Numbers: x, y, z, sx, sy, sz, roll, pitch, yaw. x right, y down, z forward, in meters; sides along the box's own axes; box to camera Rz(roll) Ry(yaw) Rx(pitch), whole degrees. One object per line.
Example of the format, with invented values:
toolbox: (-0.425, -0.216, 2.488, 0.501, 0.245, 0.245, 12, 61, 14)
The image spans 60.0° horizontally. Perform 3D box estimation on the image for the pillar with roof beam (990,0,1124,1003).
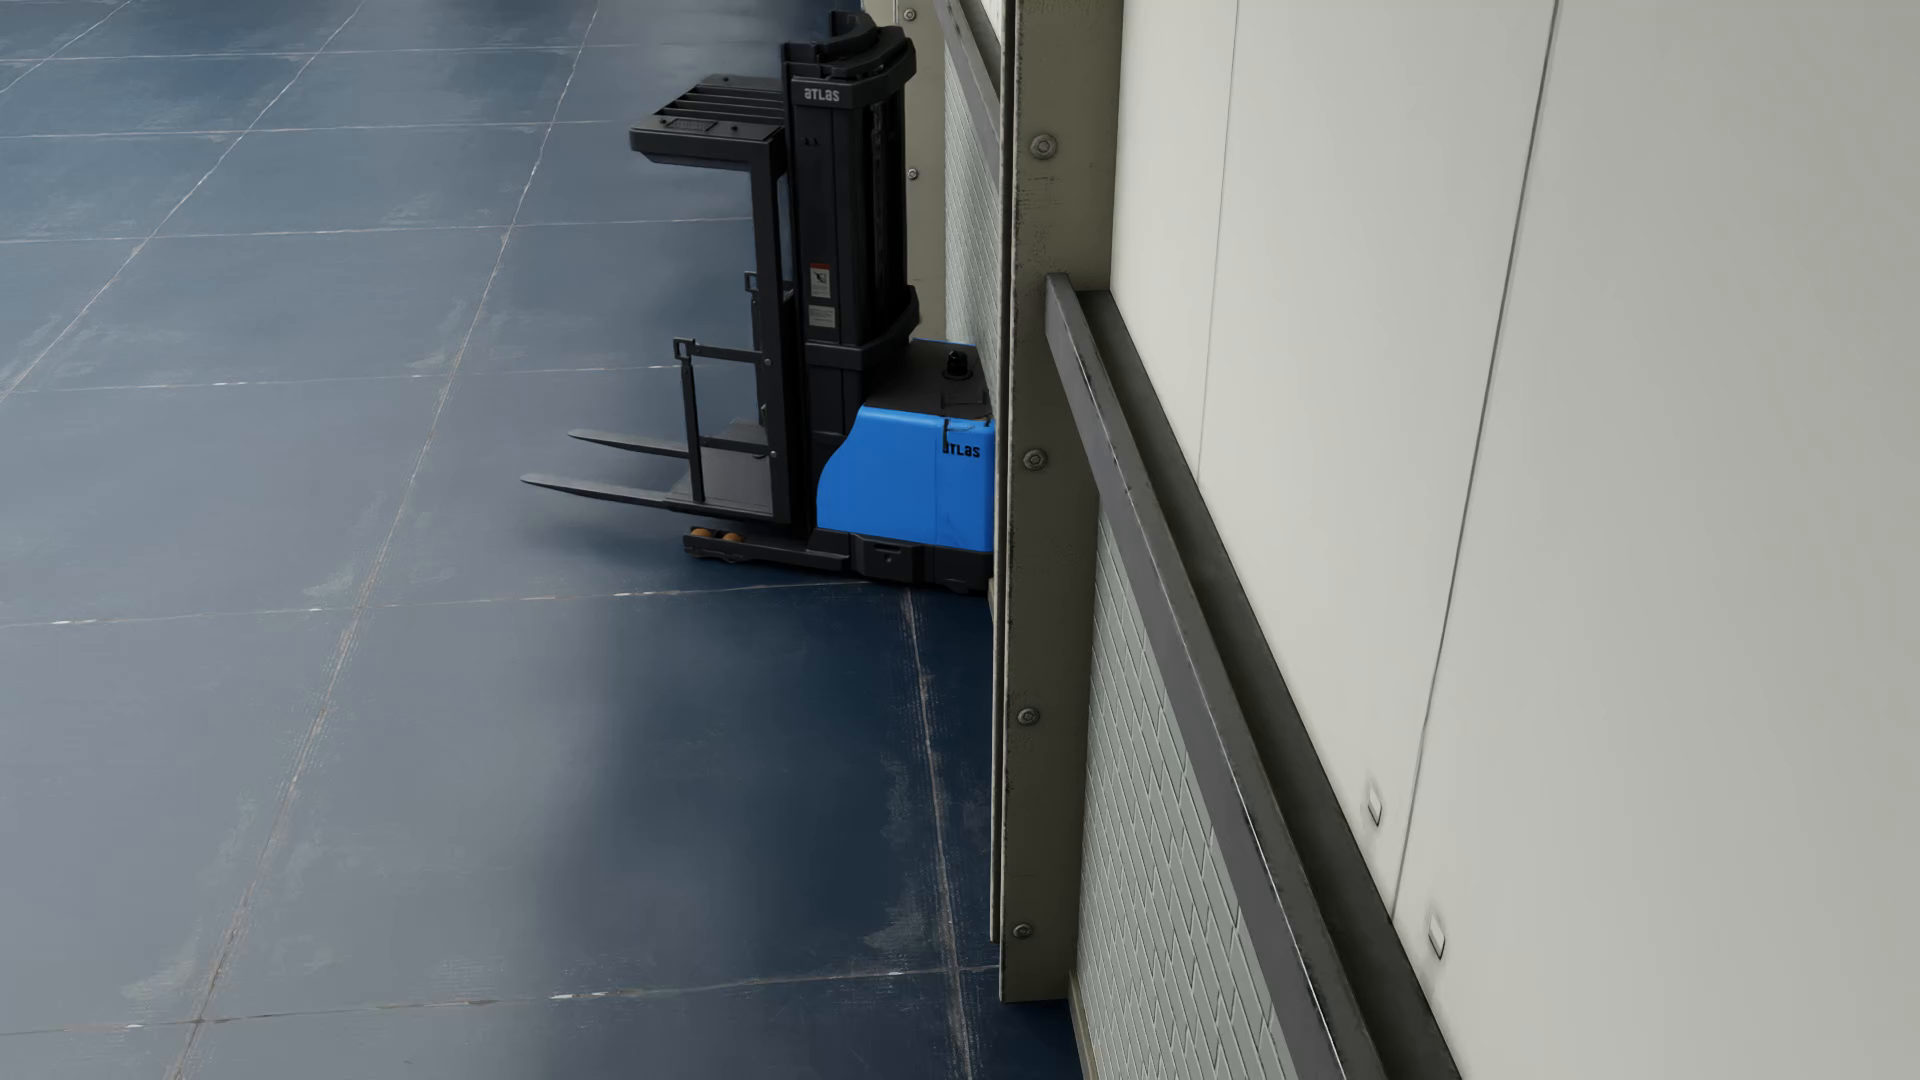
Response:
pillar with roof beam: (-3.989, -1.915, 4.181, 9.100, 9.000, 0.400, -3, 31, -5)

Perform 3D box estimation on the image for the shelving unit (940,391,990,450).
shelving unit: (0.009, -0.323, 9.131, 0.258, 1.200, 0.189, -3, 51, -5)

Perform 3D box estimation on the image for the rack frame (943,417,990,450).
rack frame: (0.018, -0.252, 9.074, 0.240, 1.200, 0.006, -3, 51, -5)

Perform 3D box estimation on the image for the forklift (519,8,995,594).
forklift: (-1.086, -1.377, 9.198, 3.031, 2.935, 1.130, 8, 32, 14)

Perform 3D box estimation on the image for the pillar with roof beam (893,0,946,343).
pillar with roof beam: (-4.549, -4.978, 9.309, 9.100, 9.000, 0.400, -3, 31, -5)

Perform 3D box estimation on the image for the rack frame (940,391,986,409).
rack frame: (0.000, -0.393, 9.188, 0.240, 1.200, 0.006, -3, 51, -5)

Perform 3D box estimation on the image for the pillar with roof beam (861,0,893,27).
pillar with roof beam: (-5.110, -8.042, 14.438, 9.100, 9.000, 0.400, -3, 31, -5)
